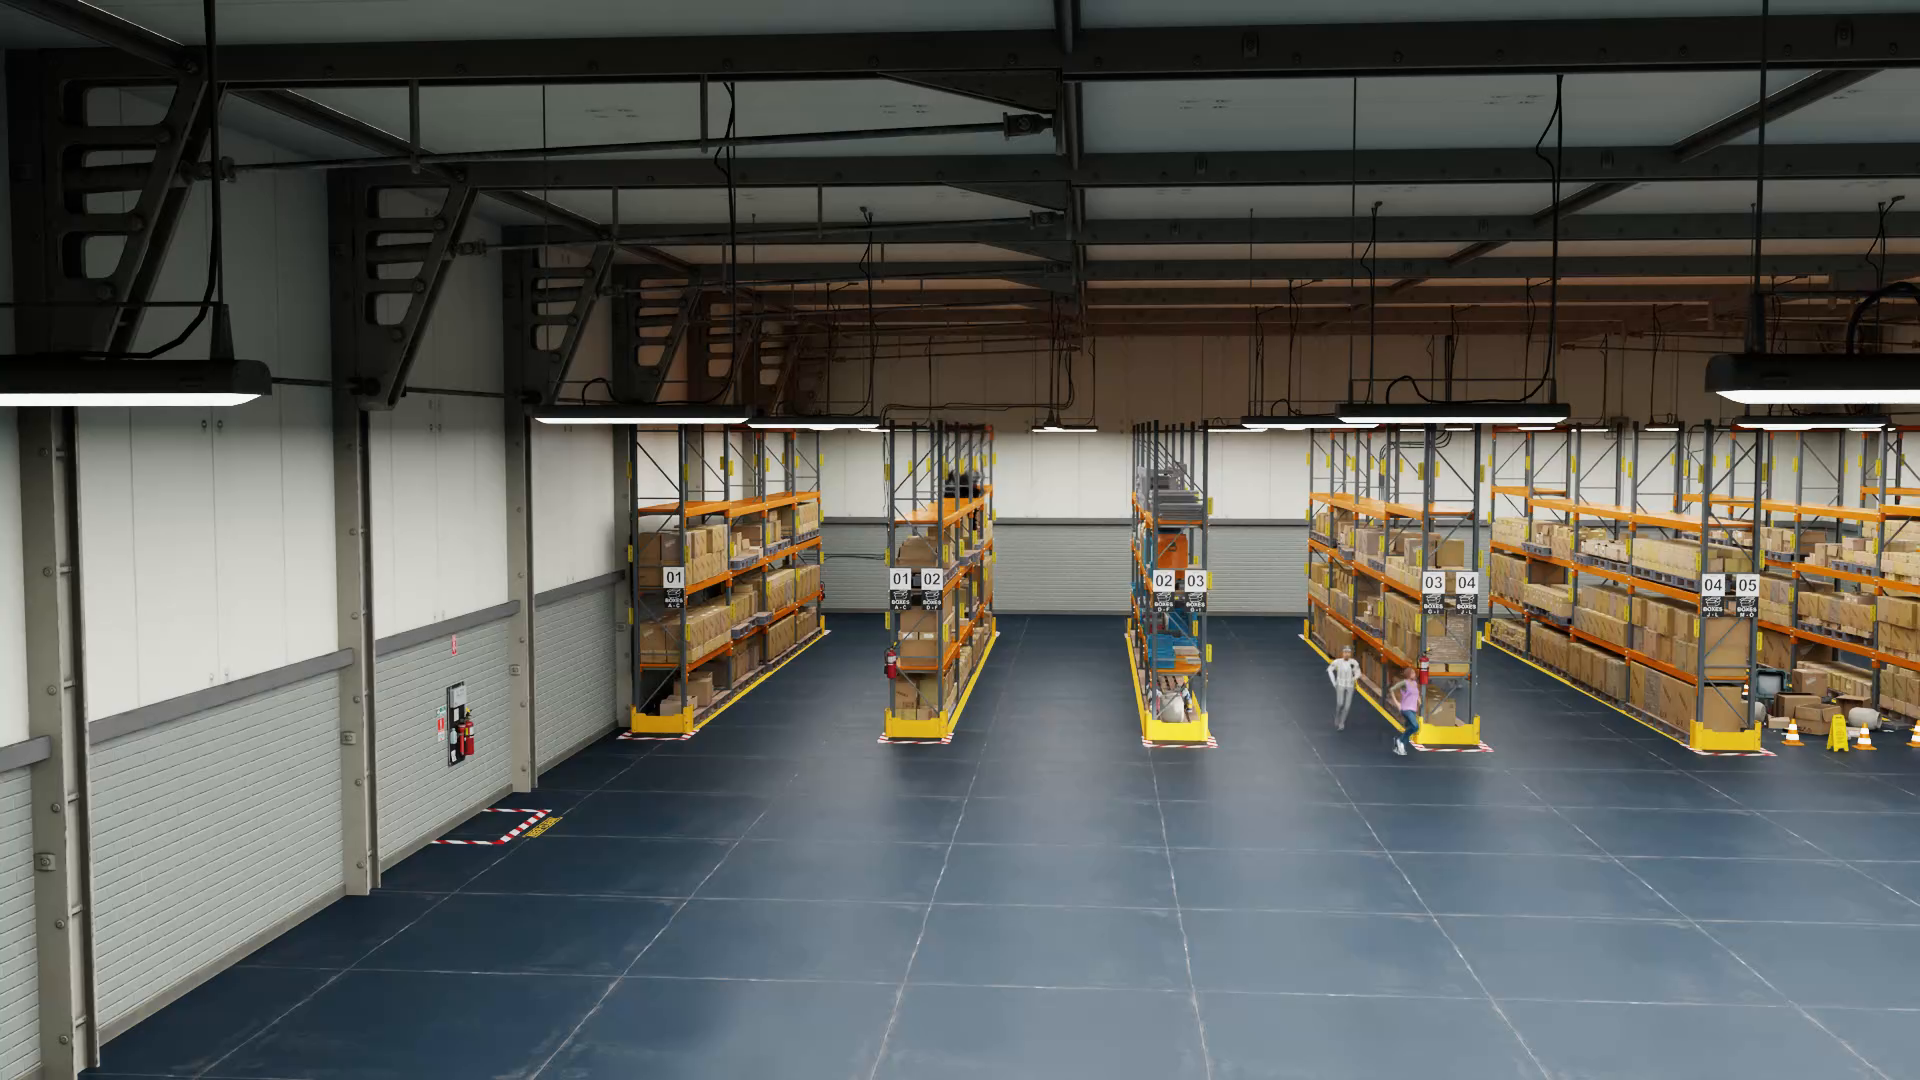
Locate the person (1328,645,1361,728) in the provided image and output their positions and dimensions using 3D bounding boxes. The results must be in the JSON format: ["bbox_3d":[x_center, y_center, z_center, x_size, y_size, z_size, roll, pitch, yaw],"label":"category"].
[{"bbox_3d":[7.459,2.848,32.207,0.613,1.651,0.611,0,4,5],"label":"person"}]

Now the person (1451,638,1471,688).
[{"bbox_3d":[11.313,2.479,37.423,0.668,1.743,0.614,0,4,-4],"label":"person"}]

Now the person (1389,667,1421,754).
[{"bbox_3d":[8.042,3.068,29.769,0.557,1.538,0.539,-3,5,-44],"label":"person"}]
